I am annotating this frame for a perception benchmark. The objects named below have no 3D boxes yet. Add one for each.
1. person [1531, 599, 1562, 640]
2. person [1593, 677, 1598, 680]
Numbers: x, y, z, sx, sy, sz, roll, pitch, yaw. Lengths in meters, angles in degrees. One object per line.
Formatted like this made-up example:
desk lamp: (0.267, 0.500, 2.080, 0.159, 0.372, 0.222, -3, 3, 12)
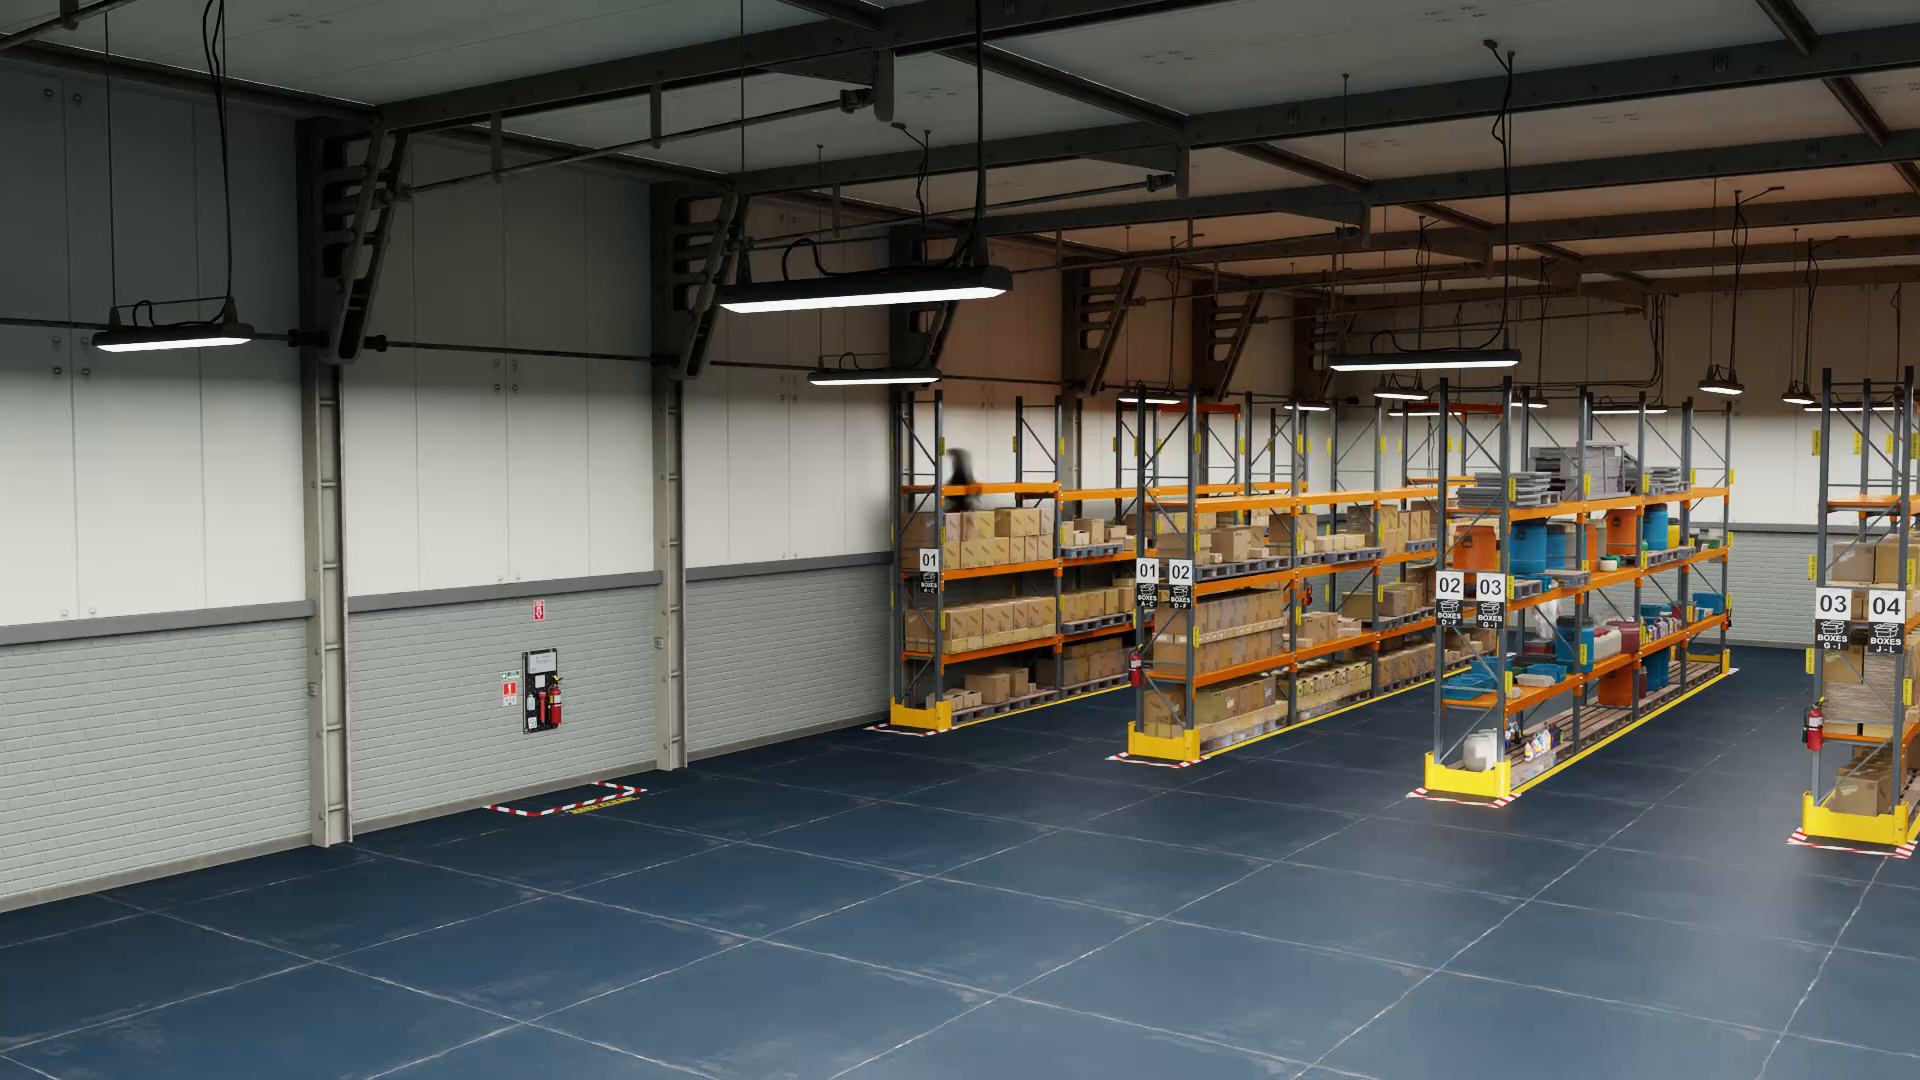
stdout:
person: (13.637, 1.964, 38.659, 0.679, 1.757, 0.689, 1, 3, 12)
person: (13.206, 2.327, 35.017, 1.111, 1.431, 0.578, -1, 3, -19)
